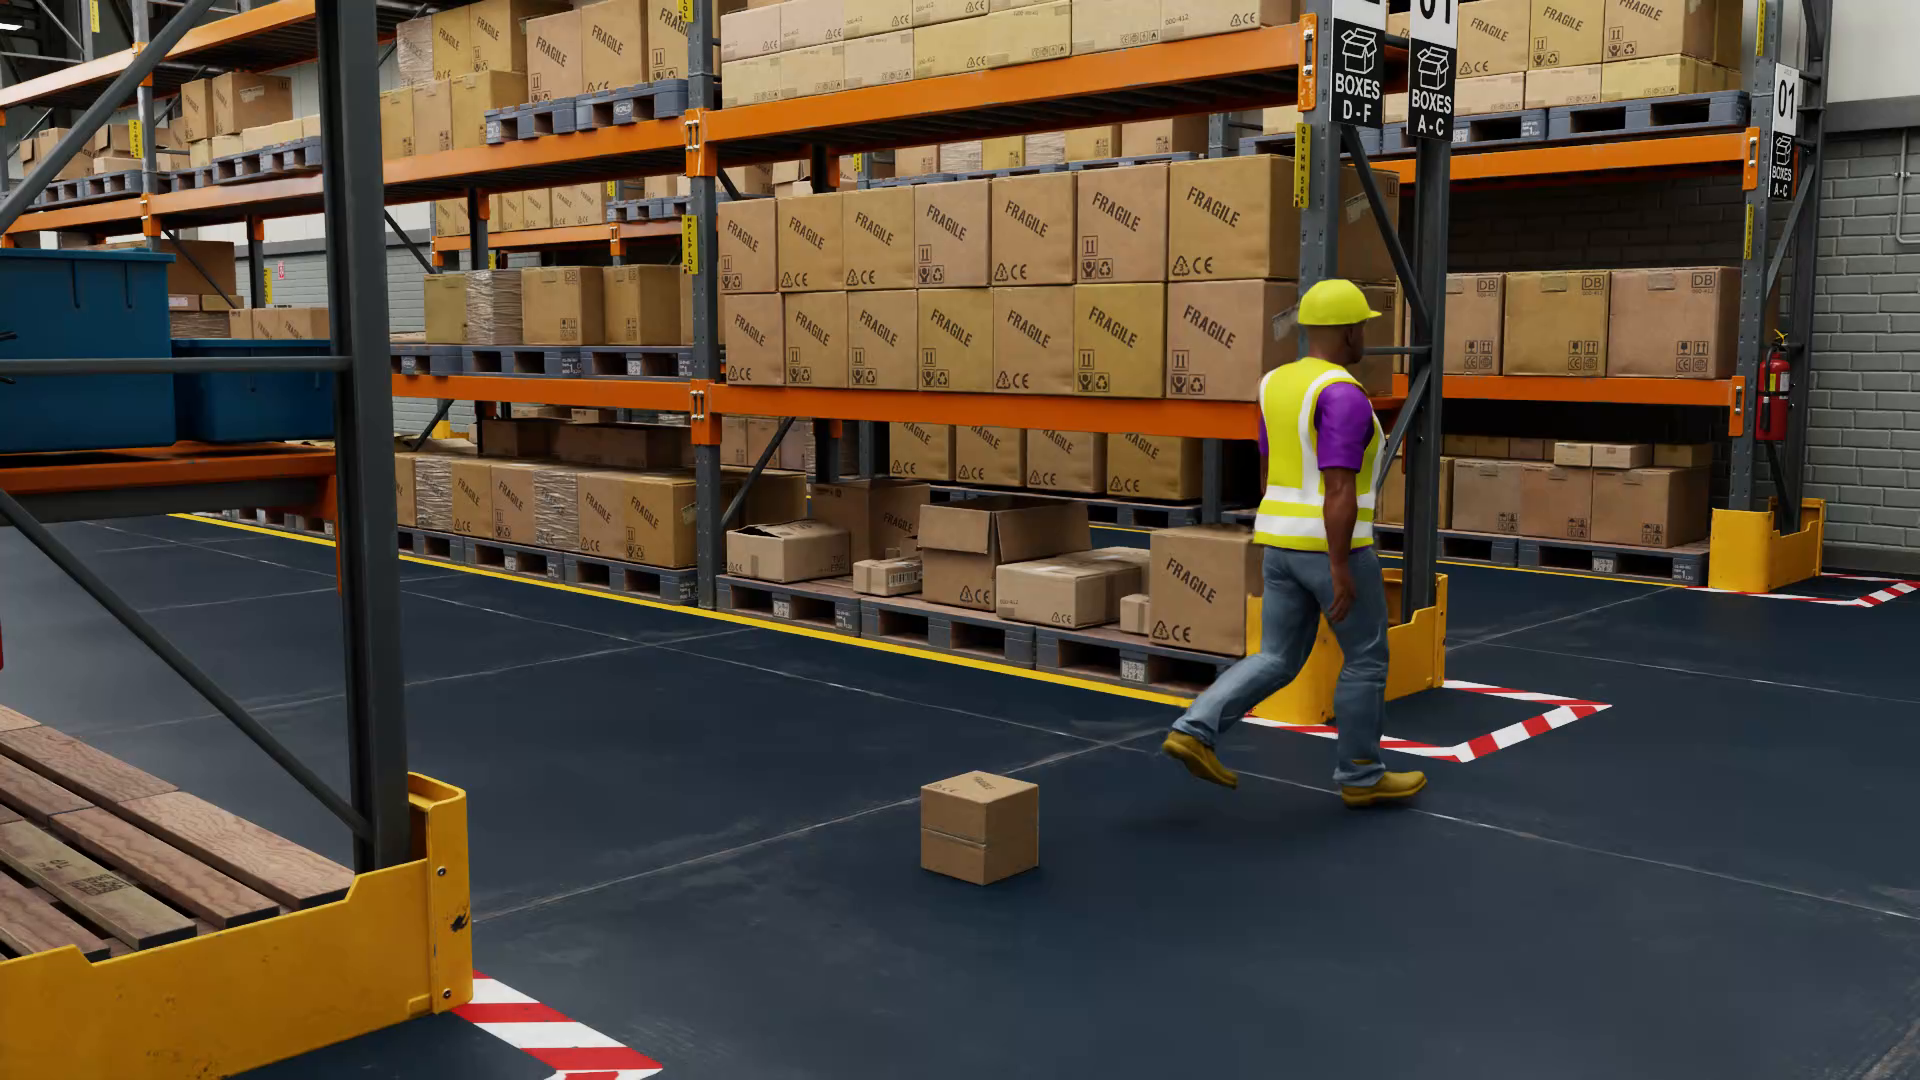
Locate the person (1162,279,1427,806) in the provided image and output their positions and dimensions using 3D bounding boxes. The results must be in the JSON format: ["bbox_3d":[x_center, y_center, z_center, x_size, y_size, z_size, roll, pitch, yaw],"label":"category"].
[{"bbox_3d":[-5.513,-0.494,9.680,9.795,1.738,13.610,-3,8,-23],"label":"person"}]
